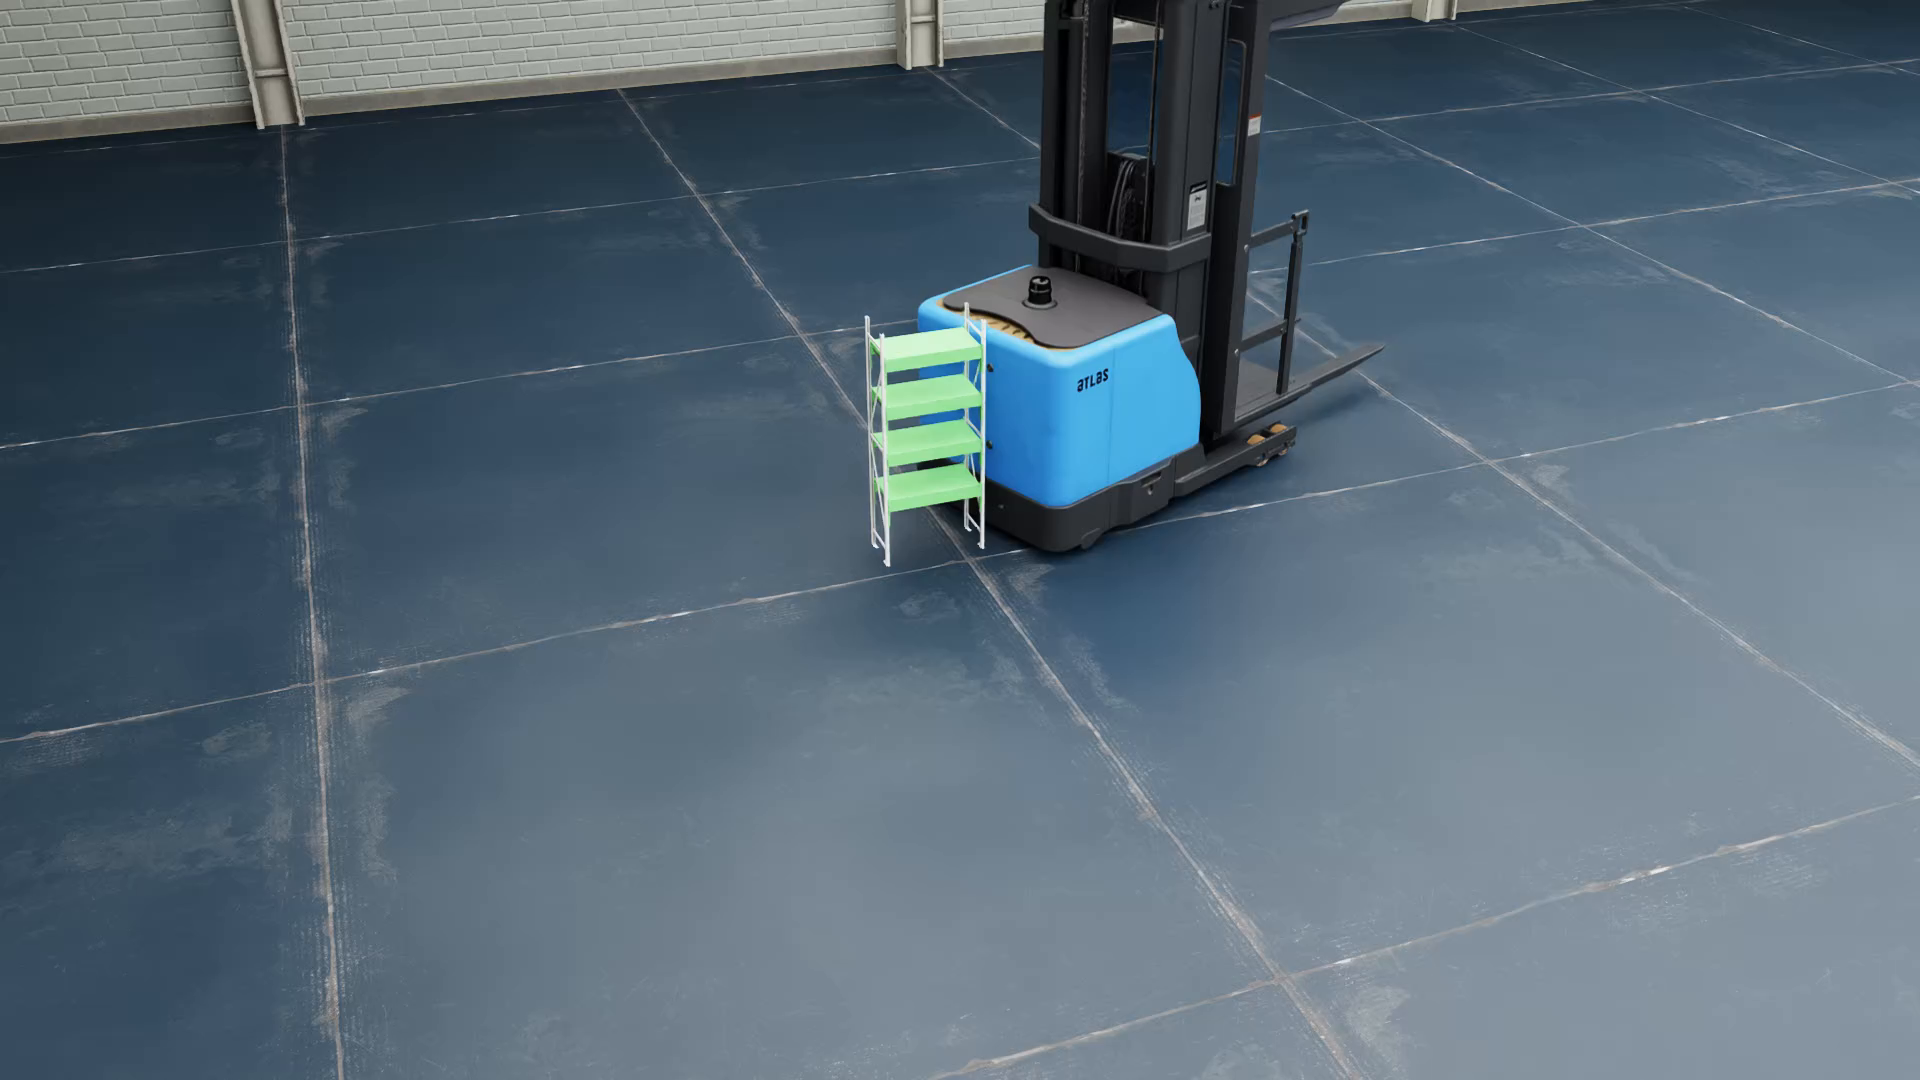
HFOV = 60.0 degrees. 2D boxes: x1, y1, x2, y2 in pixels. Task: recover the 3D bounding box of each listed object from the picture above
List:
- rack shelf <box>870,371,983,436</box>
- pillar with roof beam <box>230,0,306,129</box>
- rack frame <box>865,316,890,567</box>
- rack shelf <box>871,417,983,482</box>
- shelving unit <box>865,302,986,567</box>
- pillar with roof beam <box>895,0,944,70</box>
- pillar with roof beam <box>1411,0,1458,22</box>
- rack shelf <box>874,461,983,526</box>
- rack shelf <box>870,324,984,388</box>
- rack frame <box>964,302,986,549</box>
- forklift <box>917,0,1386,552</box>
[{"bbox_3d":[-0.159,-0.644,7.812,0.480,0.148,0.258,-10,31,-18],"label":"rack shelf"},{"bbox_3d":[-4.521,-5.618,9.020,0.400,9.000,9.100,-10,31,-18],"label":"pillar with roof beam"},{"bbox_3d":[-0.387,-0.449,7.825,0.015,1.200,0.240,-10,31,-18],"label":"rack frame"},{"bbox_3d":[-0.159,-0.435,7.931,0.480,0.148,0.258,-10,31,-18],"label":"rack shelf"},{"bbox_3d":[-0.159,-0.491,7.900,0.503,1.200,0.258,-10,31,-18],"label":"shelving unit"},{"bbox_3d":[1.102,-6.653,10.837,0.400,9.000,9.100,-10,31,-18],"label":"pillar with roof beam"},{"bbox_3d":[6.726,-7.689,12.655,0.400,9.000,9.100,-10,31,-18],"label":"pillar with roof beam"},{"bbox_3d":[-0.159,-0.227,8.050,0.480,0.148,0.258,-10,31,-18],"label":"rack shelf"},{"bbox_3d":[-0.159,-0.852,7.694,0.480,0.148,0.258,-10,31,-18],"label":"rack shelf"},{"bbox_3d":[0.070,-0.533,7.974,0.015,1.200,0.240,-10,31,-18],"label":"rack frame"},{"bbox_3d":[1.192,-1.836,8.512,3.031,2.935,1.130,-25,38,-37],"label":"forklift"}]
